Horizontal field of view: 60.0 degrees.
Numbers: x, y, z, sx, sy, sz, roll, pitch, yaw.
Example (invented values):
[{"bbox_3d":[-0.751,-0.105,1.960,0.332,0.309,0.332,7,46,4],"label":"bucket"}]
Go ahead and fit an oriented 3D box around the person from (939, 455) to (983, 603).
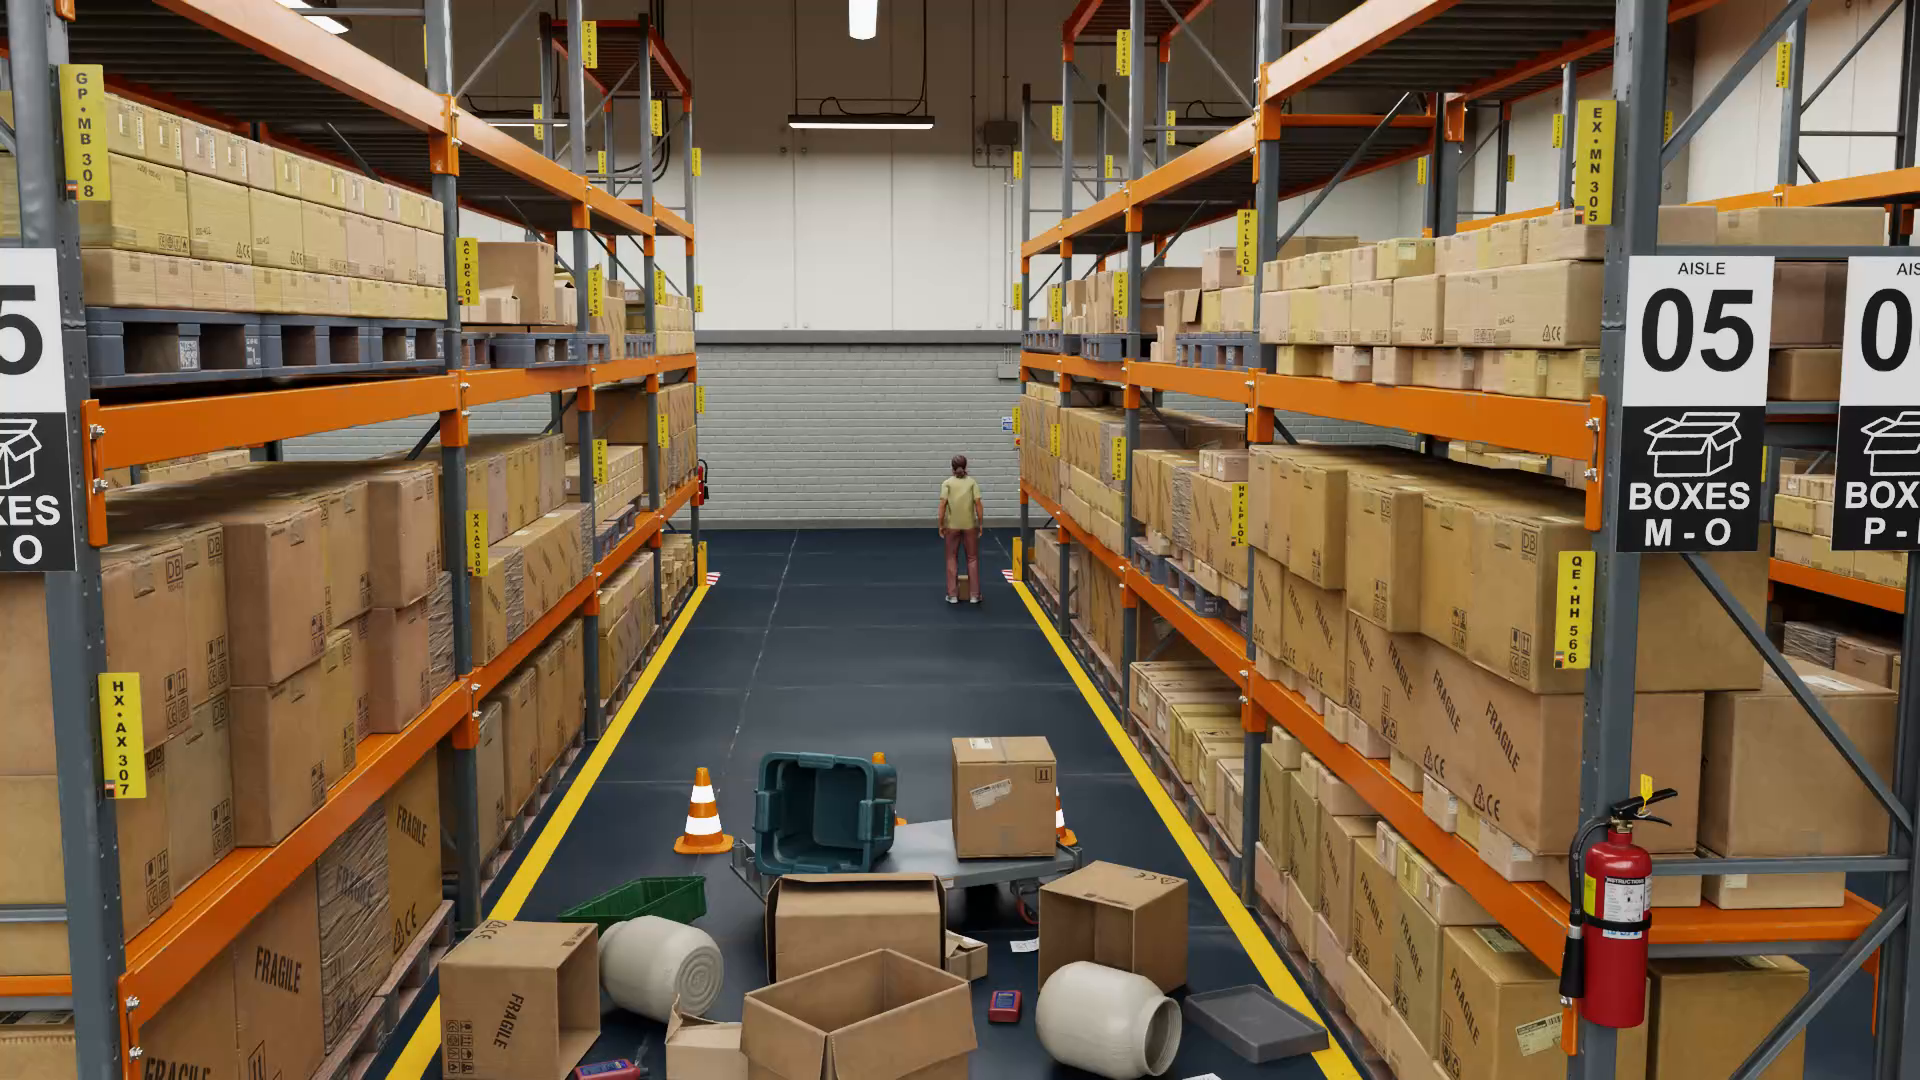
[{"bbox_3d":[0.008,-0.128,18.805,0.502,1.673,0.352,0,7,-3],"label":"person"}]
